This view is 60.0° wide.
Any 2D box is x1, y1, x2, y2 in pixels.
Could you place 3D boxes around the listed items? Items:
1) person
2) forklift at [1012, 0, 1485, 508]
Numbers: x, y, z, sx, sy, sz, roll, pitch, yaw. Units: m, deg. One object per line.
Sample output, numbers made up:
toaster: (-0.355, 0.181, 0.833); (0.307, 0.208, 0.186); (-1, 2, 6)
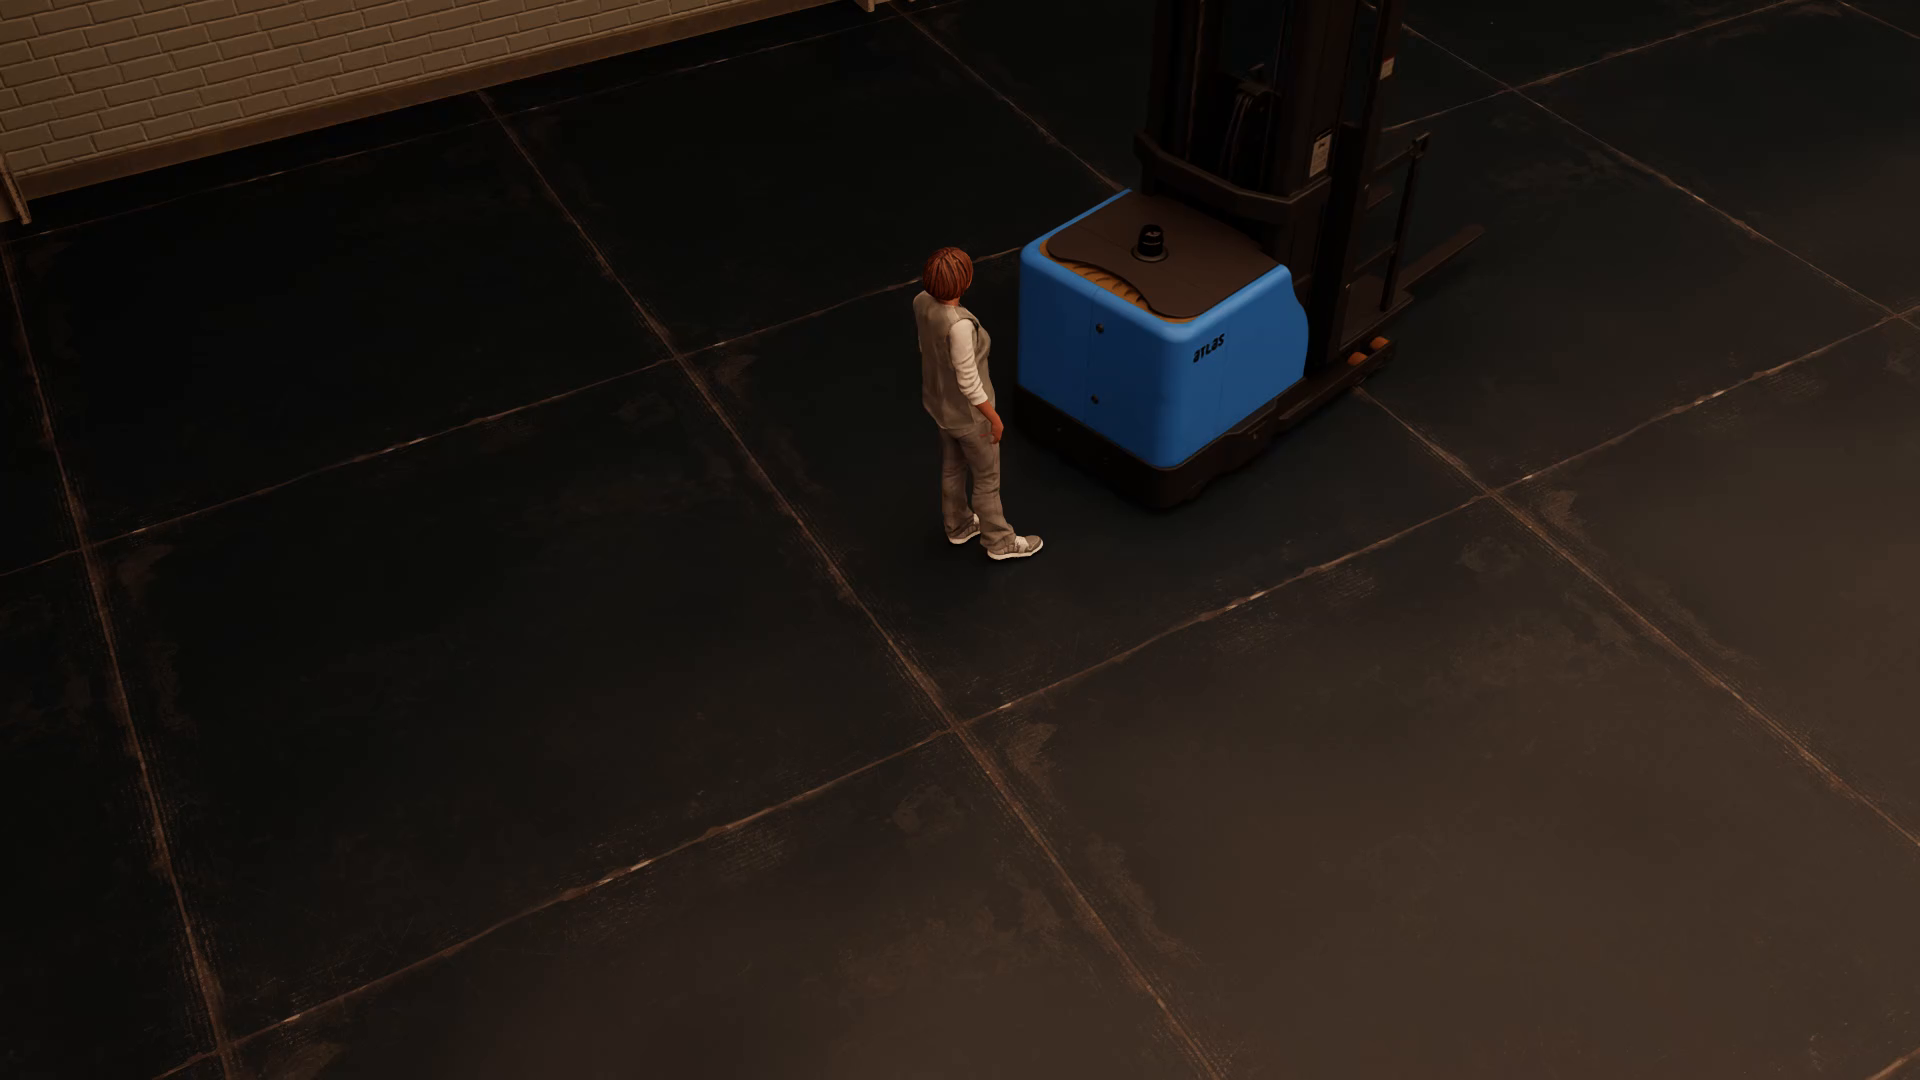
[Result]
person: (0.072, -0.608, 7.324); (0.473, 1.599, 0.521); (-21, 47, -21)
forklift: (1.668, -2.119, 7.983); (3.031, 2.935, 1.130); (-34, 52, -31)
